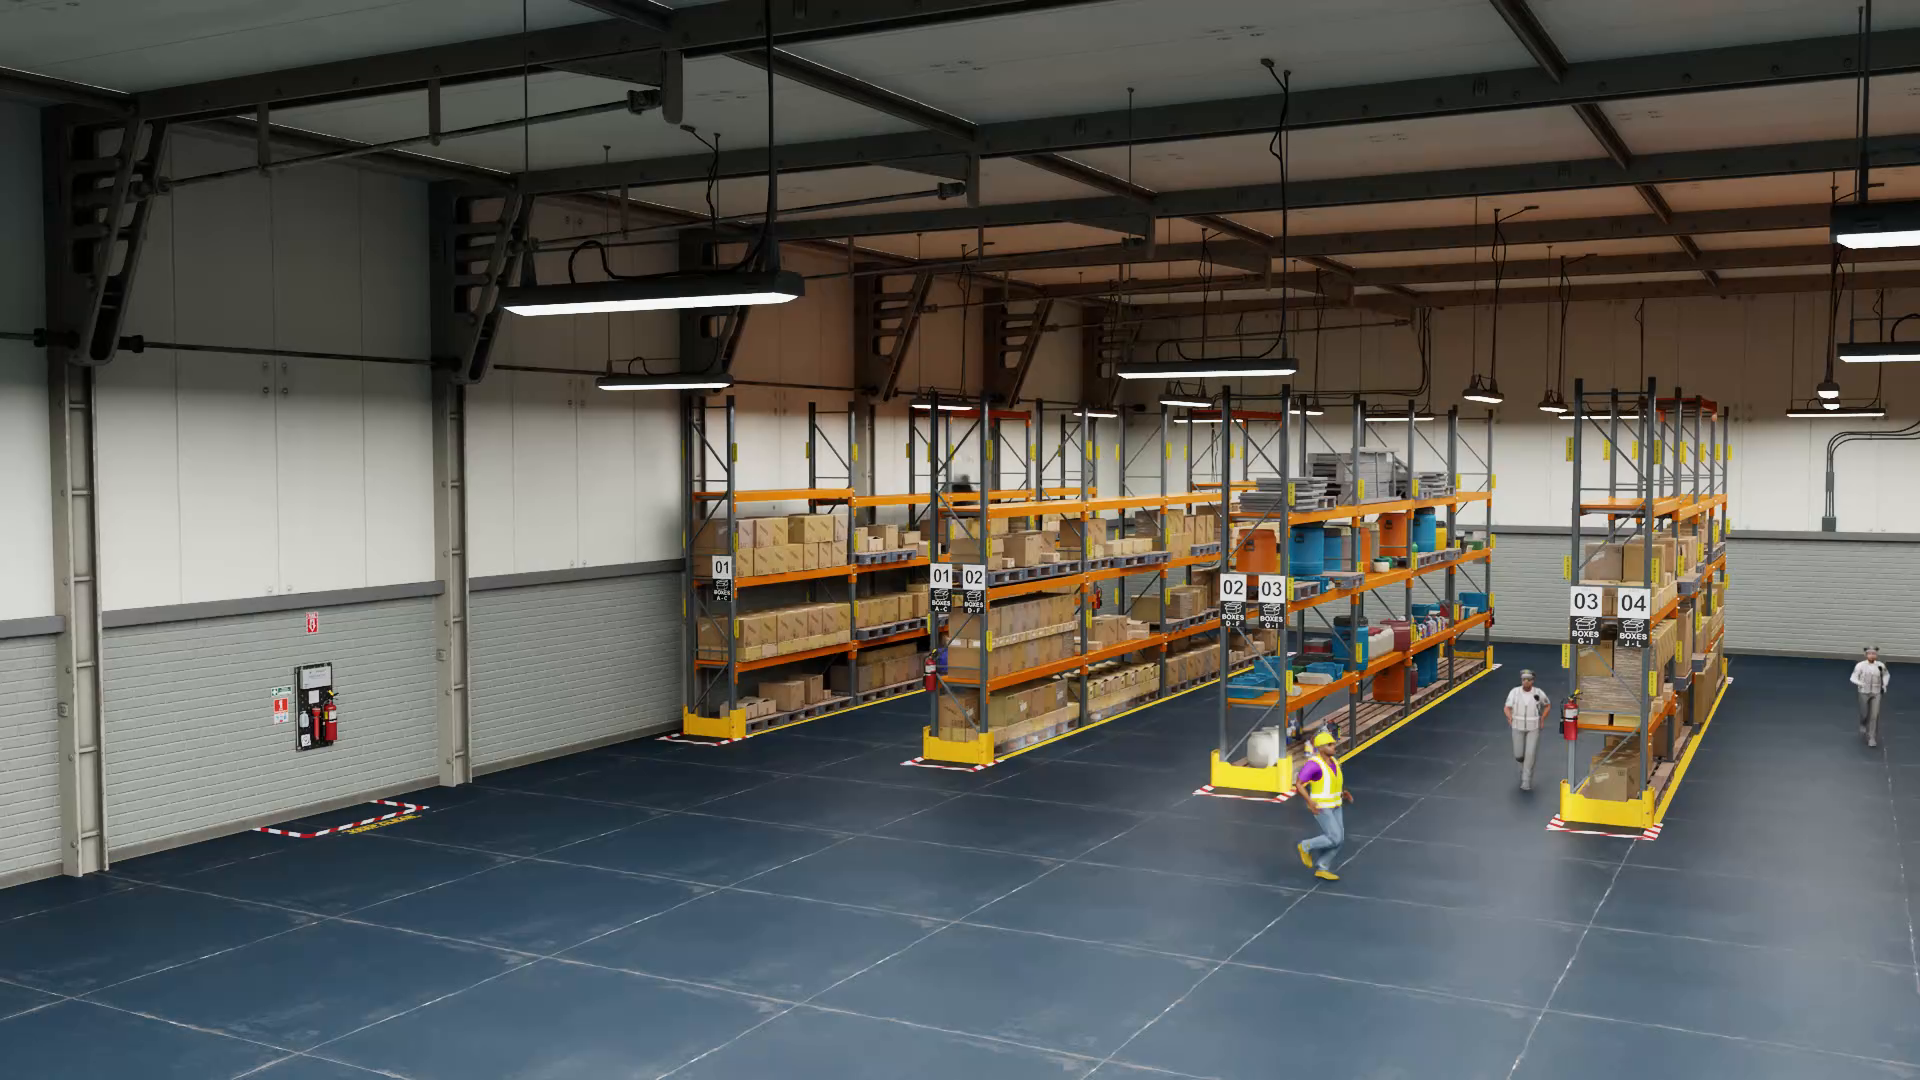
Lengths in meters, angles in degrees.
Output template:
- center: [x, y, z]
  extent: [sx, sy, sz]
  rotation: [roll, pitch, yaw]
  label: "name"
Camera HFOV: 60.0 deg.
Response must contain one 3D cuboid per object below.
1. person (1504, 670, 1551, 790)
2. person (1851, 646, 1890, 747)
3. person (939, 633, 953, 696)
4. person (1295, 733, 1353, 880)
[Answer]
- center: [8.536, 2.822, 25.031]
  extent: [0.663, 1.772, 0.816]
  rotation: [1, 3, 22]
  label: "person"
- center: [15.640, 2.652, 28.560]
  extent: [0.616, 1.686, 0.901]
  rotation: [1, 3, 22]
  label: "person"
- center: [-0.257, 2.577, 30.548]
  extent: [0.556, 1.701, 0.714]
  rotation: [1, 3, 23]
  label: "person"
- center: [4.284, 3.118, 19.492]
  extent: [0.703, 1.716, 0.584]
  rotation: [-3, 4, -43]
  label: "person"
